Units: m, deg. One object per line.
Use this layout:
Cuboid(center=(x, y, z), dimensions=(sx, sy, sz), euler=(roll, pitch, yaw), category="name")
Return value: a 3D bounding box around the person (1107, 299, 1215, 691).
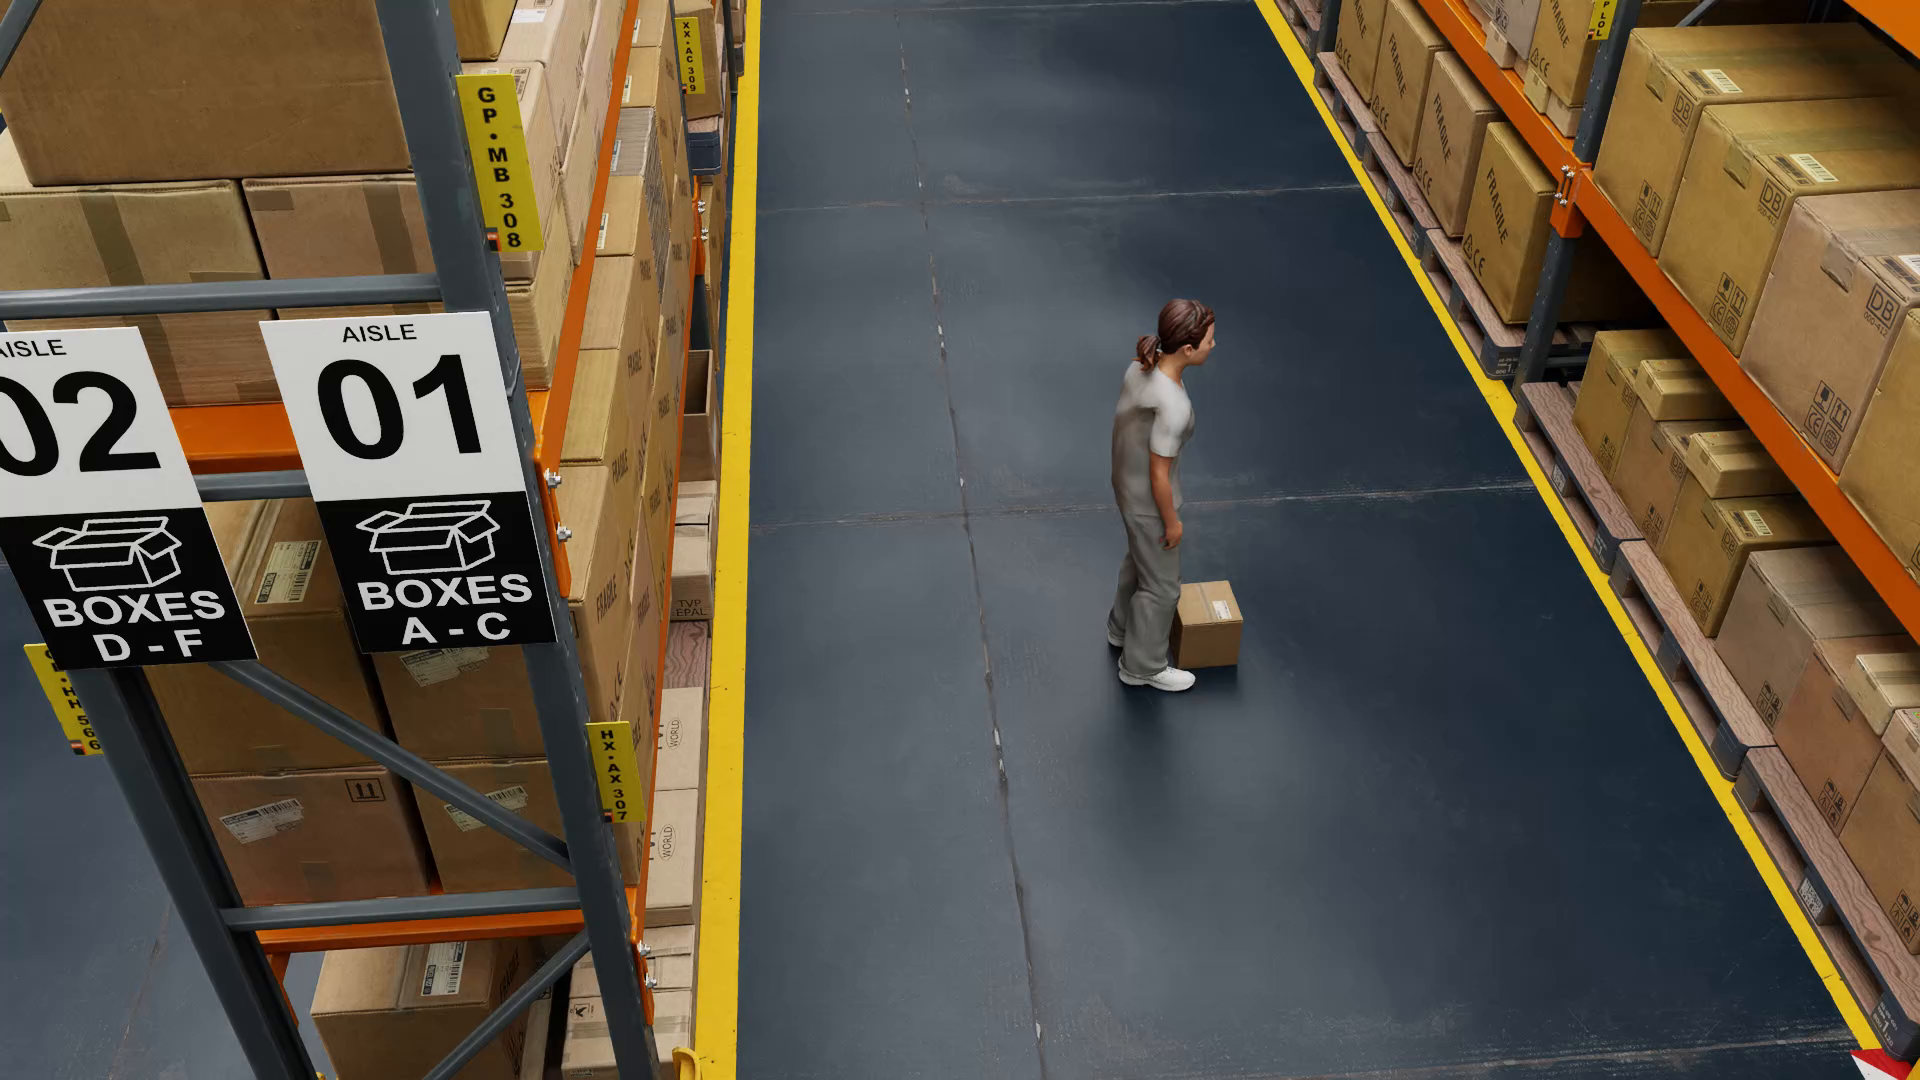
Cuboid(center=(0.754, -0.176, 6.371), dimensions=(0.359, 1.672, 0.485), euler=(-4, 39, -4), category="person")
